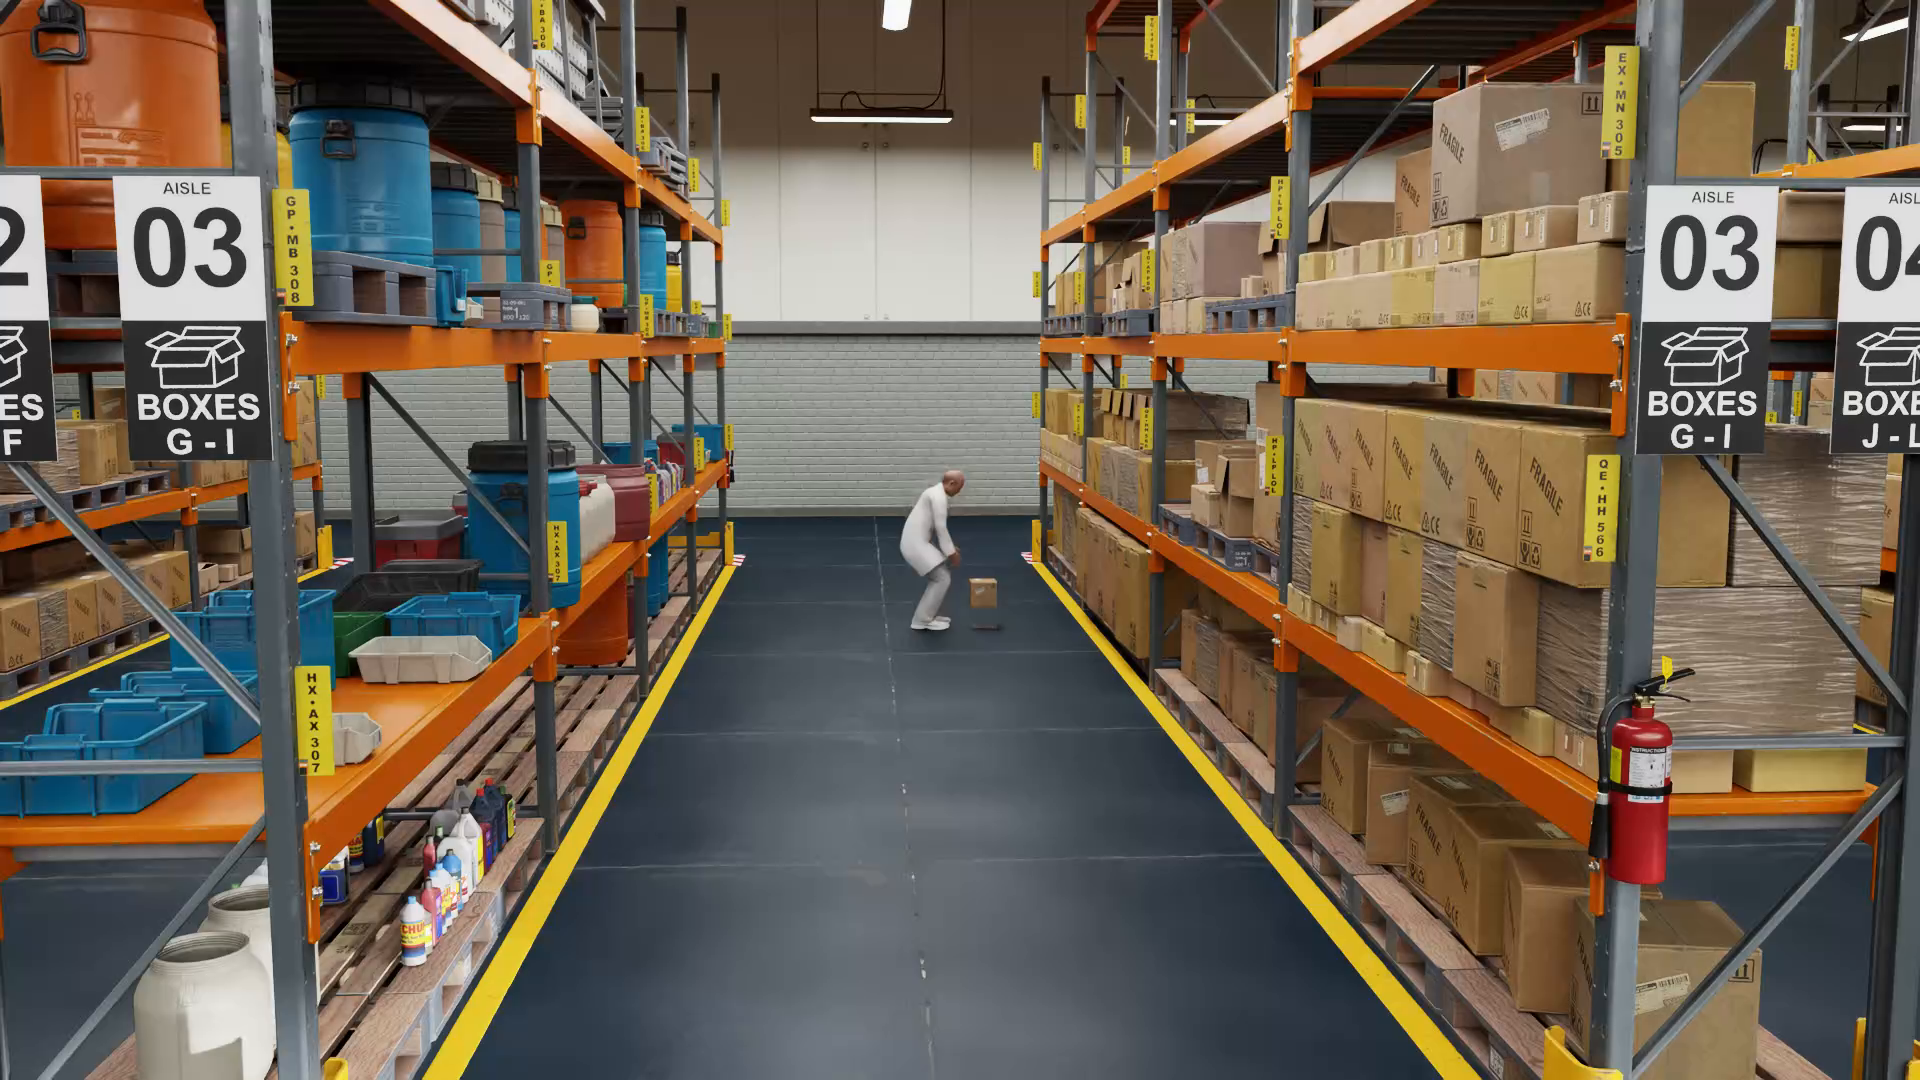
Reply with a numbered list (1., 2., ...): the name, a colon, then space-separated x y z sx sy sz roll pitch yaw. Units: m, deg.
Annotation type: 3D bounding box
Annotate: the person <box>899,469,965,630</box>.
1. person: -0.271 0.082 16.154 0.635 1.538 0.628 0 7 -3
